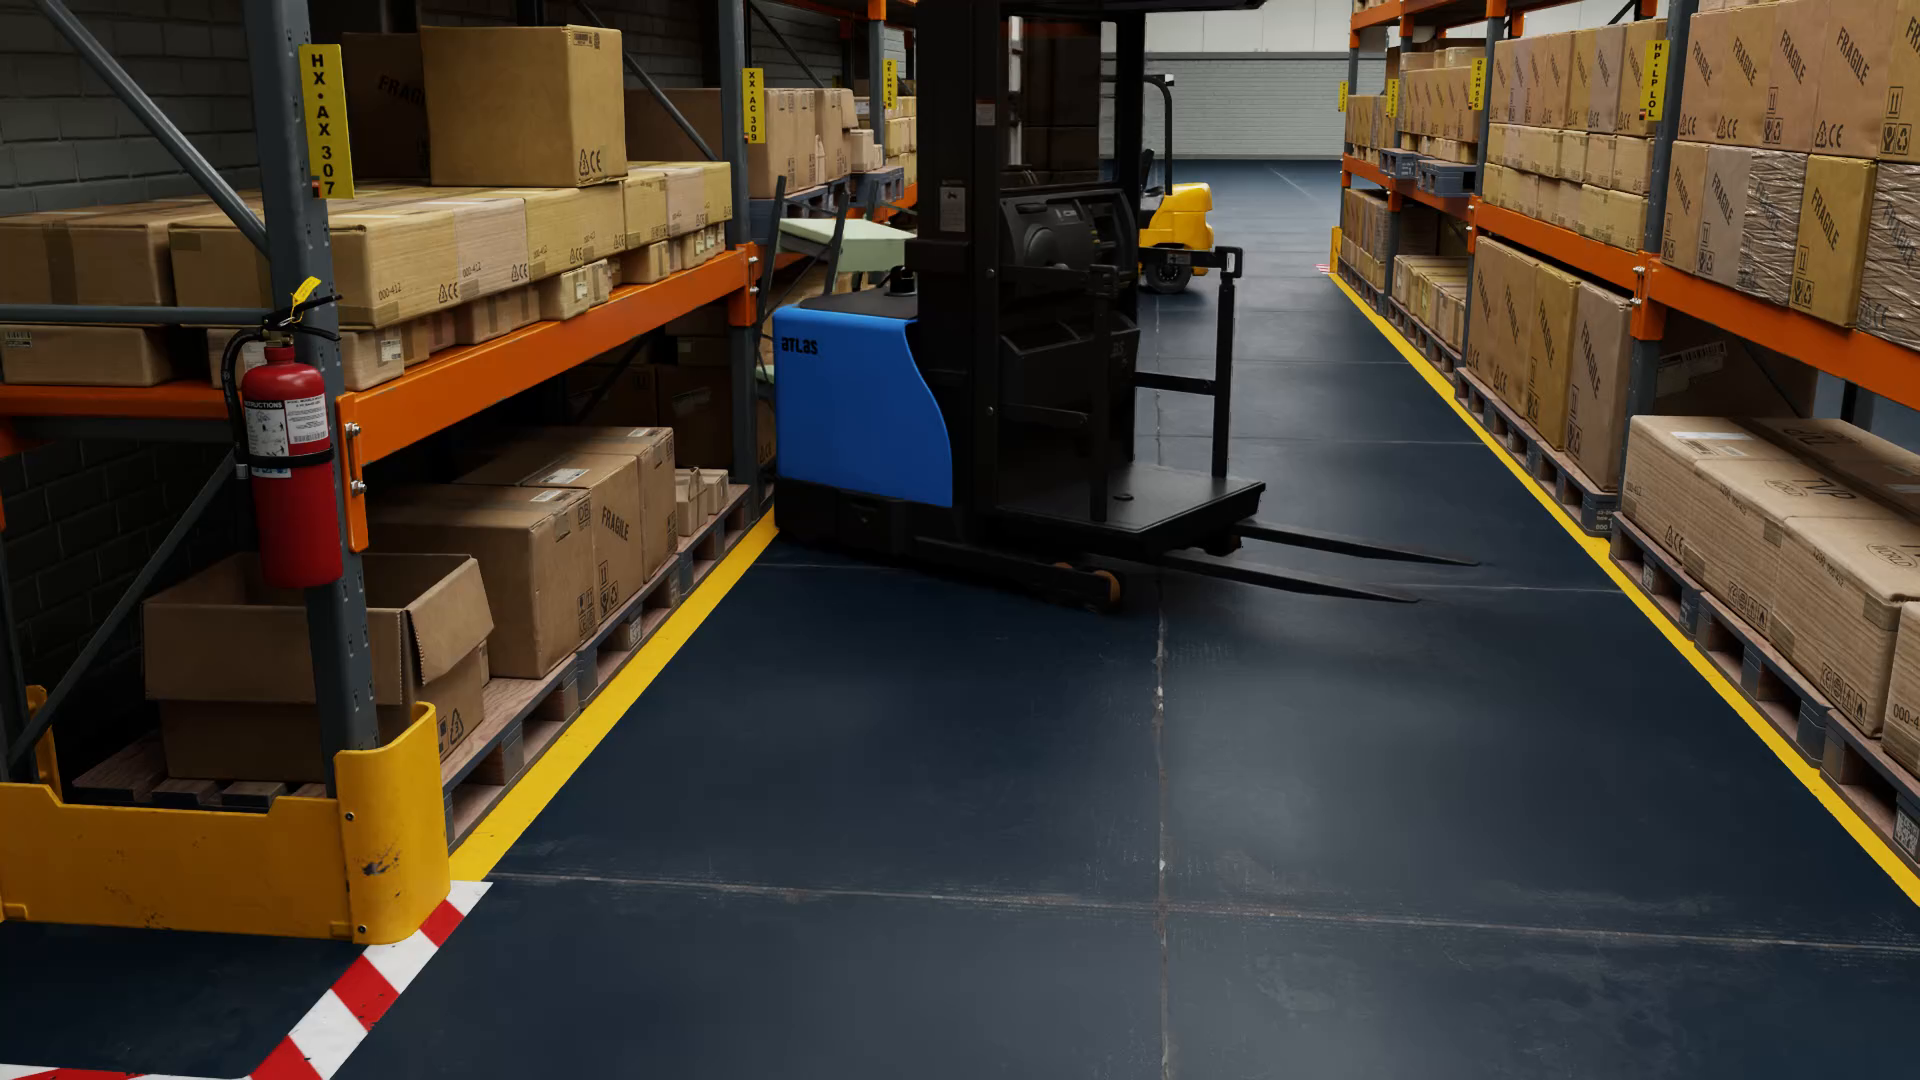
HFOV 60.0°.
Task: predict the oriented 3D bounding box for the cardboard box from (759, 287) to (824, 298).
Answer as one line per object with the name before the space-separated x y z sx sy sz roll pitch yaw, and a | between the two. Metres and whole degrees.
cardboard box | -0.999 -1.412 9.877 0.380 0.149 0.250 1 15 4

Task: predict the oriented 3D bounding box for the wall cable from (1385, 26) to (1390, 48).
wall cable | 13.374 -17.262 47.745 2.305 6.003 0.169 2 15 6

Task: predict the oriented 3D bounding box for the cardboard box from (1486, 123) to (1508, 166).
cardboard box | 3.613 -2.481 10.419 0.500 0.250 0.500 2 15 6

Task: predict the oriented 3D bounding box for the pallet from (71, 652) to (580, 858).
pallet | -1.822 0.614 4.989 1.003 0.211 1.213 2 15 6

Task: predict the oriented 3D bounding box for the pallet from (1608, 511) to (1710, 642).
pallet | 3.300 0.143 6.730 1.003 0.211 1.213 2 15 6

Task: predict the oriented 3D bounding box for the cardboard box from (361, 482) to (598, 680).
cardboard box | -1.622 0.121 5.451 0.700 0.500 0.500 2 15 9

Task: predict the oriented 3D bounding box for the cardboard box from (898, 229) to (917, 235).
cardboard box | -0.709 -2.338 14.307 0.875 0.625 0.625 2 15 6

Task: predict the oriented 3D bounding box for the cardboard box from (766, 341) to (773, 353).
cardboard box | -1.140 -0.797 8.847 0.500 0.500 0.500 1 15 6

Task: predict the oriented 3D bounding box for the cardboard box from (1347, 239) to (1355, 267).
cardboard box | 4.387 -3.053 17.669 0.500 0.250 0.500 2 15 8

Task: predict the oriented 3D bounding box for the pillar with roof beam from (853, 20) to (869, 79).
pillar with roof beam | 3.189 -7.271 17.312 9.100 9.000 0.400 2 15 6

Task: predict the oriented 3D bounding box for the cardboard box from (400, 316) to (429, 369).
cardboard box | -1.627 -0.529 4.354 0.380 0.149 0.250 2 15 8

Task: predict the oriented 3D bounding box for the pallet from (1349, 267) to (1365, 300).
pallet | 4.542 -2.620 16.946 1.003 0.211 1.213 2 15 6

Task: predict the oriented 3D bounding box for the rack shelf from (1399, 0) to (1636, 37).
rack shelf | 4.141 -4.055 12.544 1.077 0.370 4.000 2 15 6

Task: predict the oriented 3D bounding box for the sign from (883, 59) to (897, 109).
sign | -0.477 -3.088 11.270 0.100 0.325 0.005 2 15 6

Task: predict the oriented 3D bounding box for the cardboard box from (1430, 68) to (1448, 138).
cardboard box | 3.794 -3.222 12.264 0.500 0.500 0.500 1 15 2

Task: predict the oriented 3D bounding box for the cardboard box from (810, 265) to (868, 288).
cardboard box | -0.821 -1.755 11.146 0.380 0.149 0.250 1 15 4

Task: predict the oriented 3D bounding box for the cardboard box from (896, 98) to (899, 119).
cardboard box | -0.656 -3.153 12.142 0.380 0.149 0.250 2 15 8

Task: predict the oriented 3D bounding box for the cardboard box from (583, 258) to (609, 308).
cardboard box | -1.406 -0.864 5.590 0.380 0.149 0.250 2 15 8

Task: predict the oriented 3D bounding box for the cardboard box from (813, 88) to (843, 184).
cardboard box | -1.045 -2.251 9.245 0.700 0.500 0.500 2 15 6

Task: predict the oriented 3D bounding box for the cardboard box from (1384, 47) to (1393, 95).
cardboard box | 4.977 -5.046 17.901 0.700 0.500 0.500 1 15 5

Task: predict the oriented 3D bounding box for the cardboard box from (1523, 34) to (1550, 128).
cardboard box | 3.497 -2.583 9.362 0.500 0.500 0.500 2 15 8

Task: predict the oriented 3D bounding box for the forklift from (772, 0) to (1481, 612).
forklift | 0.630 -1.284 6.797 3.031 2.935 1.130 11 19 36

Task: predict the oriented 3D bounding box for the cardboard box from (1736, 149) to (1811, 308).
cardboard box | 3.027 -1.073 5.694 0.500 0.500 0.500 2 15 7

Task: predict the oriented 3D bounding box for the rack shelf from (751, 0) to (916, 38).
rack shelf | -0.792 -4.200 13.081 1.077 0.370 4.000 2 15 6

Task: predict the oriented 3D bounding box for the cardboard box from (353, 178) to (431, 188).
cardboard box | -1.953 -1.102 5.709 0.500 0.250 0.500 2 15 6

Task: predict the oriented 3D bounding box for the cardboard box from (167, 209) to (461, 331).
cardboard box | -1.601 -0.687 4.174 0.500 0.250 0.500 2 15 7

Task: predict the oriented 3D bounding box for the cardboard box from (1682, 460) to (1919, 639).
cardboard box | 3.186 0.028 5.917 0.875 0.438 0.875 1 15 5

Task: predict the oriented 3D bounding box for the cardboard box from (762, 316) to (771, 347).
cardboard box | -1.192 -1.079 8.647 0.380 0.149 0.250 1 15 3

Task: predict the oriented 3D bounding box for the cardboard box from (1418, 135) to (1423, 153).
cardboard box | 3.927 -3.215 13.482 0.380 0.149 0.250 2 15 7

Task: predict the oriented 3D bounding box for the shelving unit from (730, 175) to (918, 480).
shelving unit | -0.614 -0.971 8.088 0.431 1.500 0.755 22 20 28

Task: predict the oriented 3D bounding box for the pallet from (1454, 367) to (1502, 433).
pallet | 3.751 -0.887 10.539 1.003 0.211 1.213 2 15 6

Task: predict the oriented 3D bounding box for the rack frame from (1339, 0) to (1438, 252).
rack frame | 4.818 -4.511 18.597 1.000 3.000 0.127 2 15 6

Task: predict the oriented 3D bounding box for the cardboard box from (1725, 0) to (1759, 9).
cardboard box | 3.157 -2.101 6.337 0.380 0.149 0.250 2 15 7

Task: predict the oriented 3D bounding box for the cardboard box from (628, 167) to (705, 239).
cardboard box | -1.325 -1.345 6.607 0.500 0.250 0.500 2 15 6

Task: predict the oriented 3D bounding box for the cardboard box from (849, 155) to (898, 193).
cardboard box | -0.724 -2.616 11.879 0.500 0.250 0.500 2 15 6

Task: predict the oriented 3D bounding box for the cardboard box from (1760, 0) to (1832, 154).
cardboard box | 3.037 -1.550 5.539 0.500 0.500 0.500 2 15 7

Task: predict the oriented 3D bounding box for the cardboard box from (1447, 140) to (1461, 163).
cardboard box | 3.661 -2.747 11.753 0.380 0.149 0.250 2 15 6

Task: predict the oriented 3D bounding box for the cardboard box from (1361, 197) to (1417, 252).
cardboard box | 4.279 -3.136 16.541 0.500 0.500 0.500 3 15 9

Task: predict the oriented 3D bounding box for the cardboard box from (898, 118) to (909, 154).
cardboard box | -0.667 -2.988 12.294 0.500 0.250 0.500 2 15 8

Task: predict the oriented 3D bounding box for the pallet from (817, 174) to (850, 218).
pallet | -1.232 -1.984 9.620 1.003 0.211 1.213 2 15 6

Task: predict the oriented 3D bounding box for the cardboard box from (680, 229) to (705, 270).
cardboard box | -1.267 -1.196 6.819 0.380 0.149 0.250 2 15 8

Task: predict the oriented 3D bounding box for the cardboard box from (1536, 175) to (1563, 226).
cardboard box | 3.452 -1.846 9.030 0.500 0.250 0.500 2 15 6

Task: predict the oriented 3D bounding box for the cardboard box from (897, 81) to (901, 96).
cardboard box | -0.761 -4.279 15.736 0.380 0.149 0.250 1 15 5

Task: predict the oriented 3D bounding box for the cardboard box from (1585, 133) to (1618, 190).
cardboard box | 3.321 -1.819 7.971 0.500 0.250 0.500 2 15 8

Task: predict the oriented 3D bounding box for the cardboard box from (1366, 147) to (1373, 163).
cardboard box | 4.263 -3.841 16.602 0.380 0.149 0.250 2 15 7

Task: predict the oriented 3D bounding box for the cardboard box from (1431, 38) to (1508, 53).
cardboard box | 4.632 -4.255 14.976 0.700 0.500 0.500 2 15 6

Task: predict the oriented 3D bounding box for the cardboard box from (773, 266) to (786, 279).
cardboard box | -1.386 -1.764 11.181 0.380 0.149 0.250 2 15 9

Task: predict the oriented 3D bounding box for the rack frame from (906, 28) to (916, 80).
rack frame | -0.114 -4.656 19.134 1.000 3.000 0.127 2 15 6

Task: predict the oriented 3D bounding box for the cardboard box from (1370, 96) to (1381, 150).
cardboard box | 4.275 -4.056 16.154 0.500 0.500 0.500 2 15 8

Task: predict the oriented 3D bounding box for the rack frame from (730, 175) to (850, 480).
rack frame | -0.812 -0.916 7.785 0.400 1.500 0.023 22 20 28

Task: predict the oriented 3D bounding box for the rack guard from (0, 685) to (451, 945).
rack guard | -1.911 0.681 4.186 1.175 0.500 0.348 2 15 6

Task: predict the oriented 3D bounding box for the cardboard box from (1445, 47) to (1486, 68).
cardboard box | 3.820 -3.576 12.332 0.380 0.149 0.250 1 15 4

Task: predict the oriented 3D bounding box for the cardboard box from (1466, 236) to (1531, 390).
cardboard box | 3.755 -1.436 10.493 0.875 0.875 0.875 2 15 6

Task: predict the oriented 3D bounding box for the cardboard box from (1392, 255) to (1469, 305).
cardboard box | 4.310 -2.271 14.545 0.950 0.372 0.625 2 15 7
